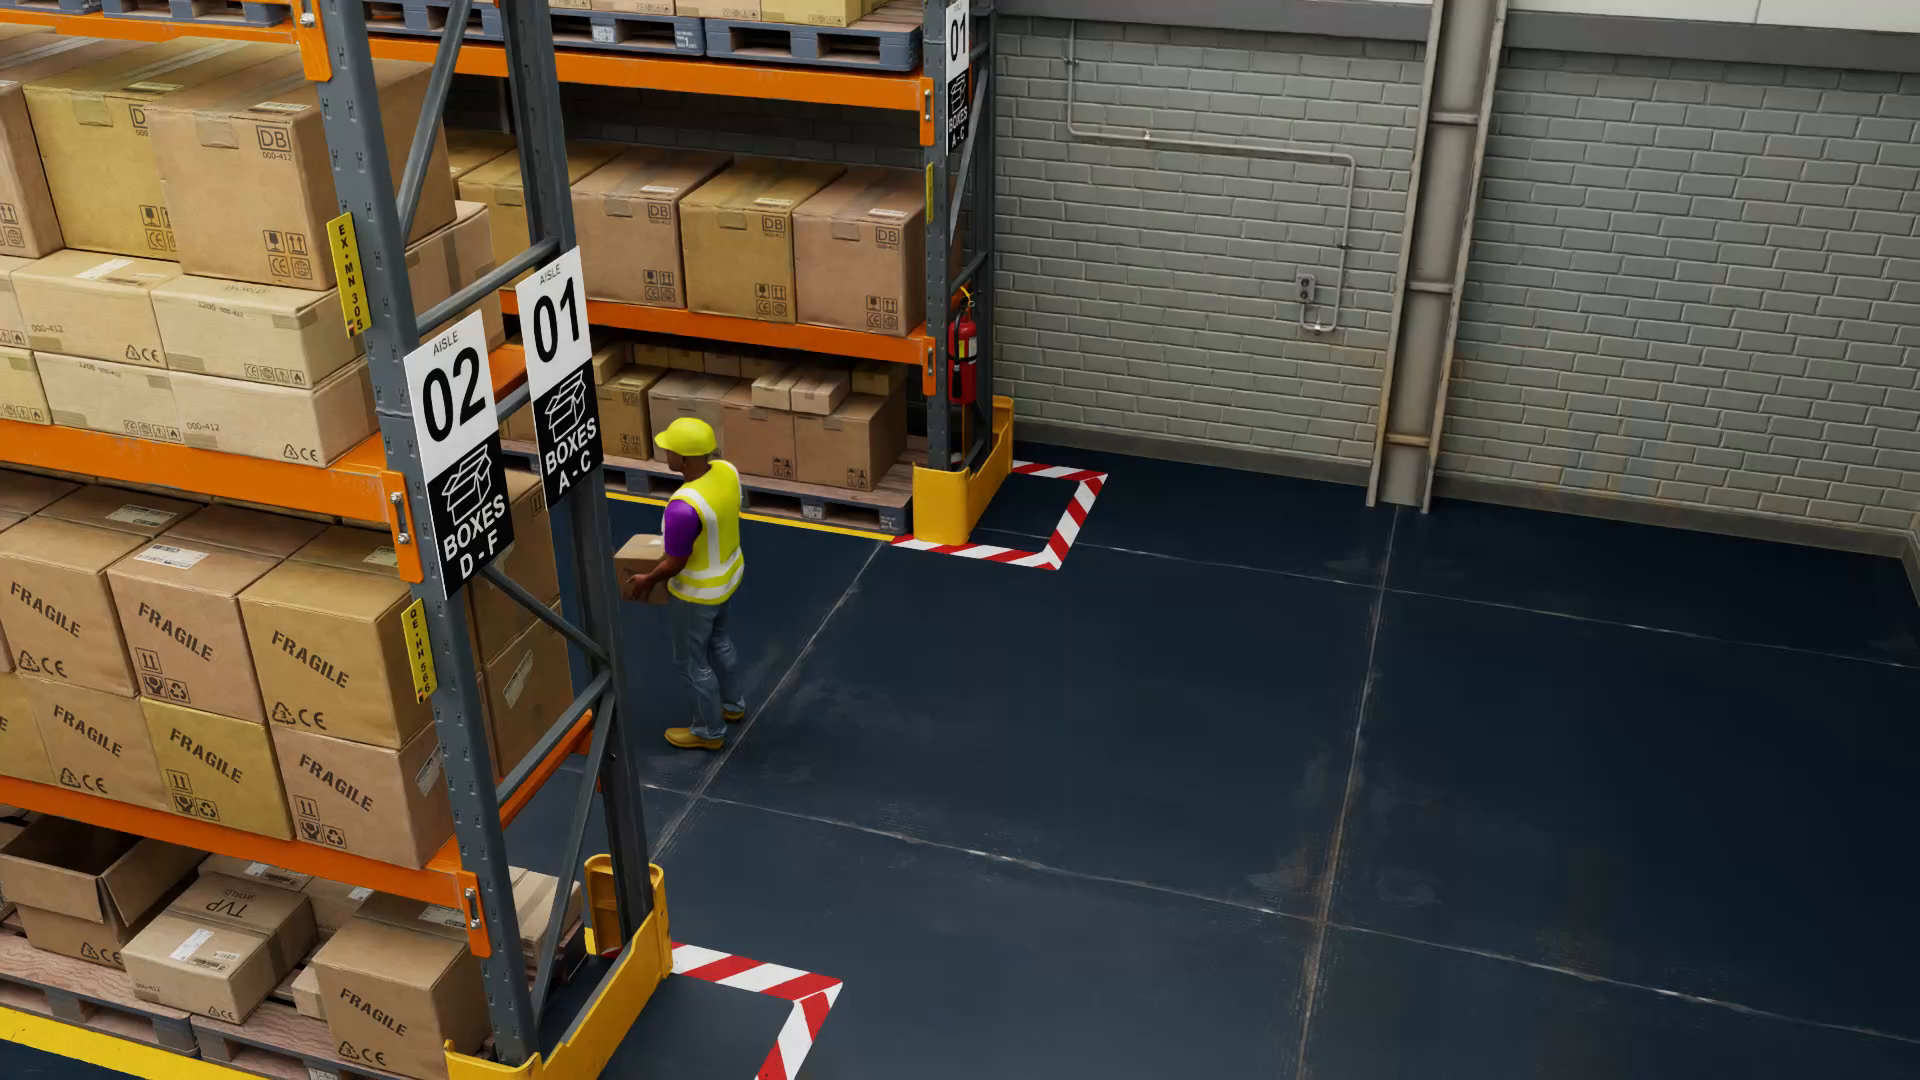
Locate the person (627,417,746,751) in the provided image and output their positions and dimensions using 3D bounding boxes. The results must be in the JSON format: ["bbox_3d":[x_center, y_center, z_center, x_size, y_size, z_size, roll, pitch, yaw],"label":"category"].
[{"bbox_3d":[-1.321,0.201,8.120,0.520,1.769,0.558,8,30,14],"label":"person"}]
